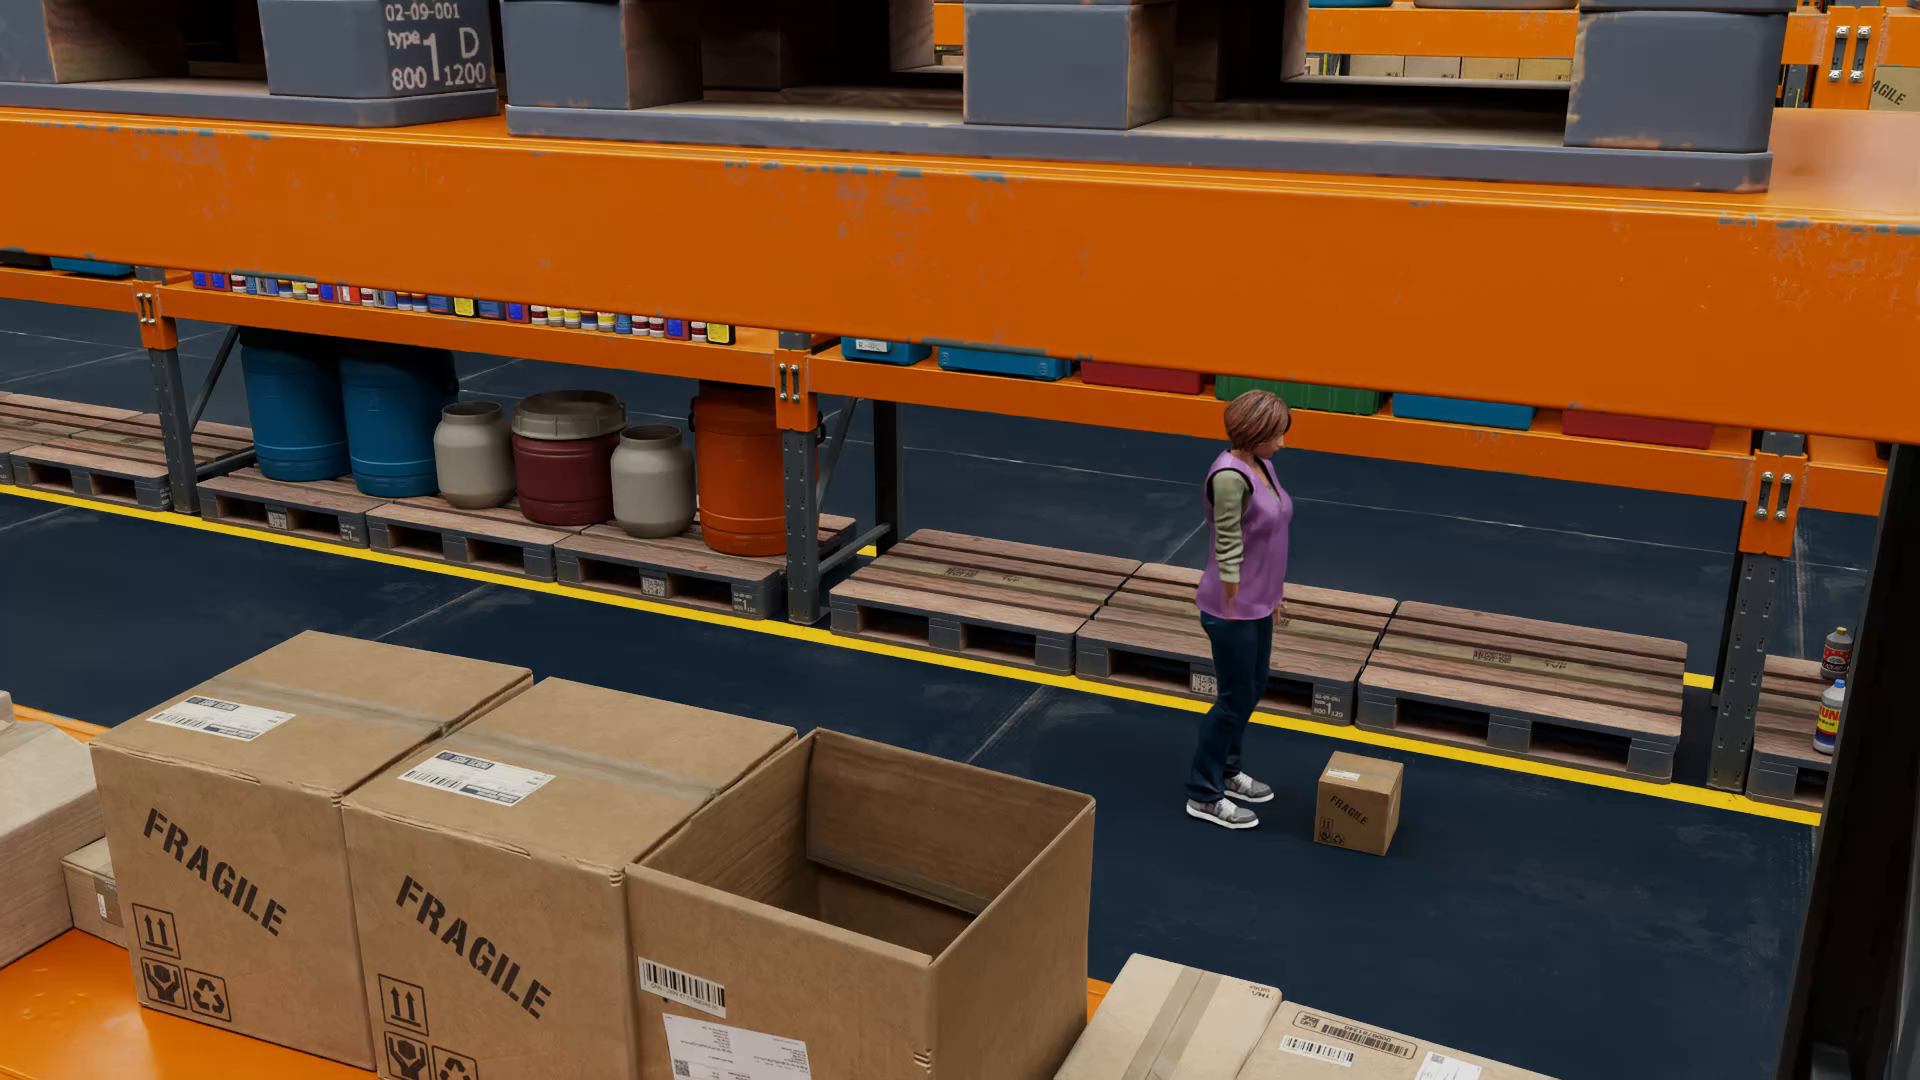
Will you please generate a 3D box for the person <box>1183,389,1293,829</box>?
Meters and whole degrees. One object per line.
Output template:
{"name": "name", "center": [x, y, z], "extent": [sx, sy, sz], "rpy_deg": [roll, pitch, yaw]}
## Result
{"name": "person", "center": [1.001, 0.237, 5.924], "extent": [0.299, 1.595, 0.408], "rpy_deg": [9, 21, 24]}
